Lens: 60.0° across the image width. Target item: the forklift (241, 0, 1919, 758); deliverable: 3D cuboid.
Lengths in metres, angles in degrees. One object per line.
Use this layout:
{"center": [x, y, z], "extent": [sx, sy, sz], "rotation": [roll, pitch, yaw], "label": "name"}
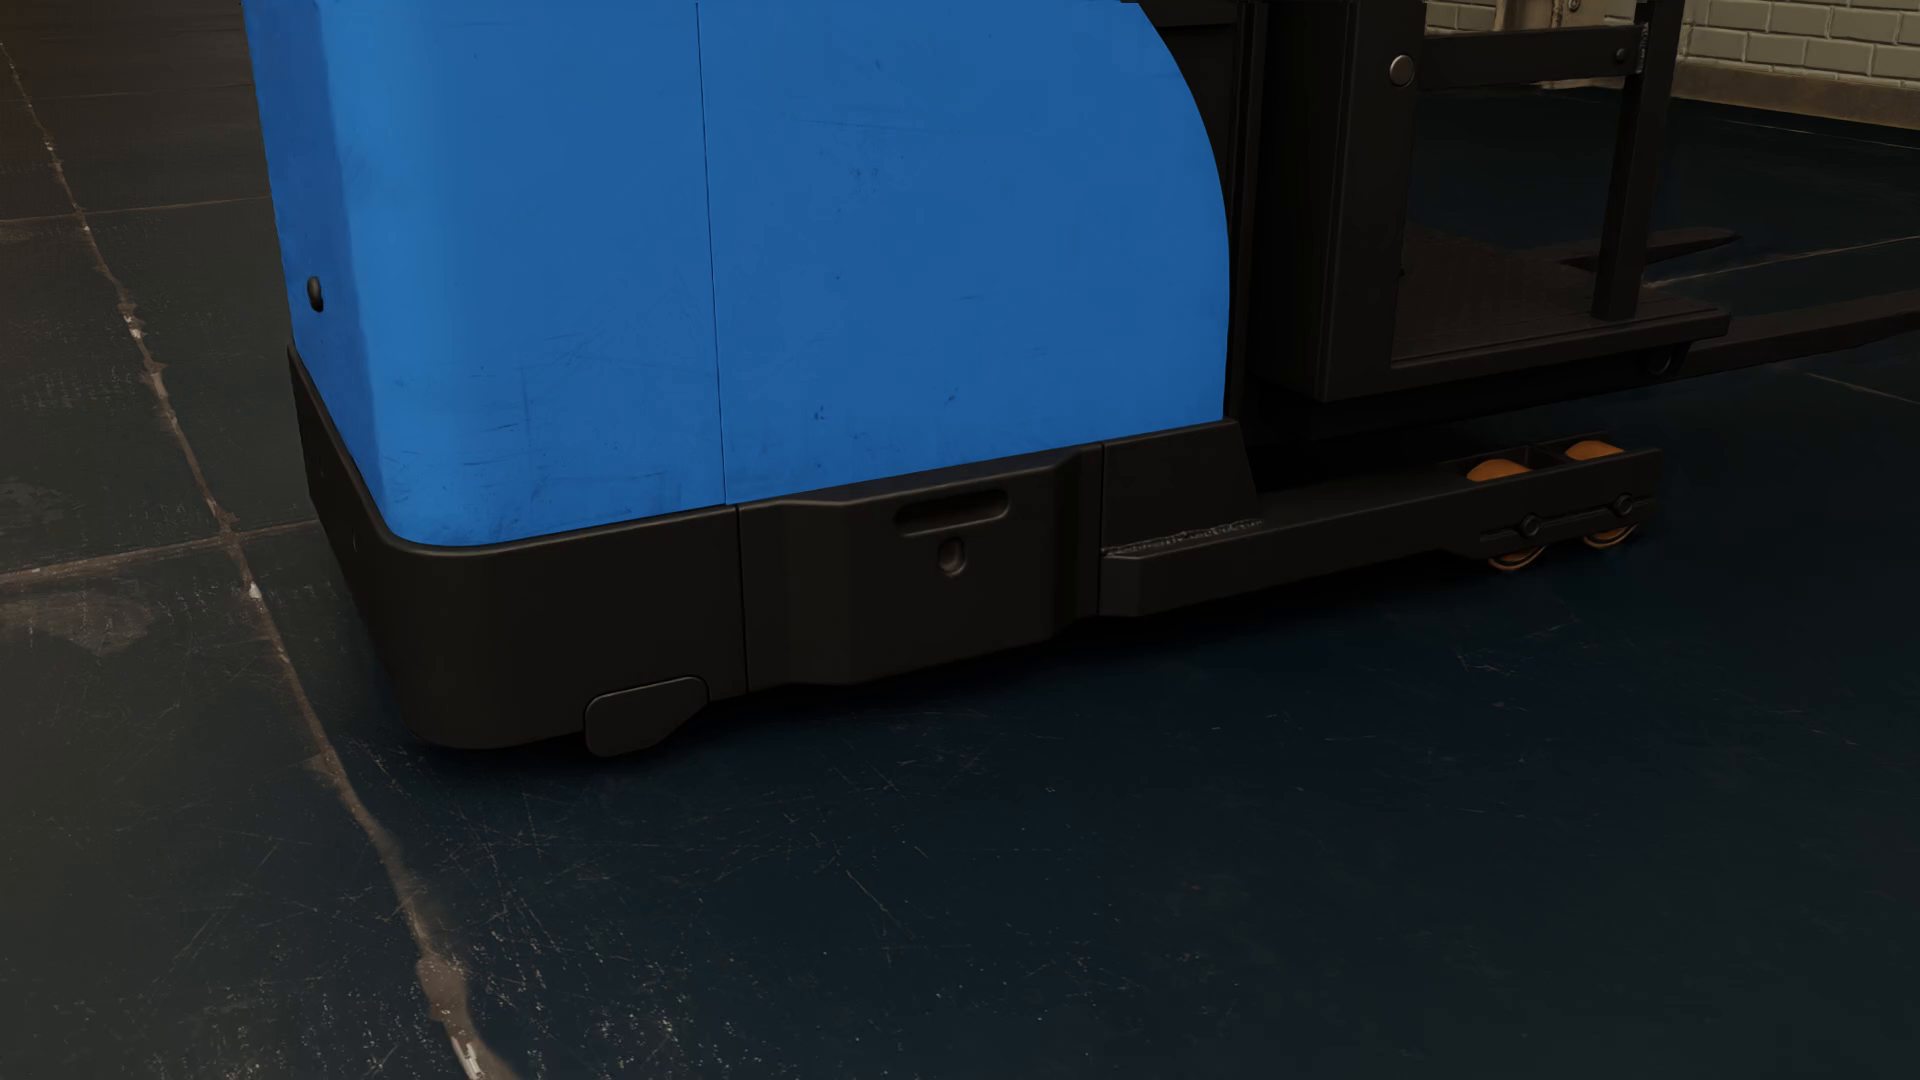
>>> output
{"center": [0.520, -1.477, 2.373], "extent": [3.031, 2.935, 1.130], "rotation": [-11, 25, -25], "label": "forklift"}
